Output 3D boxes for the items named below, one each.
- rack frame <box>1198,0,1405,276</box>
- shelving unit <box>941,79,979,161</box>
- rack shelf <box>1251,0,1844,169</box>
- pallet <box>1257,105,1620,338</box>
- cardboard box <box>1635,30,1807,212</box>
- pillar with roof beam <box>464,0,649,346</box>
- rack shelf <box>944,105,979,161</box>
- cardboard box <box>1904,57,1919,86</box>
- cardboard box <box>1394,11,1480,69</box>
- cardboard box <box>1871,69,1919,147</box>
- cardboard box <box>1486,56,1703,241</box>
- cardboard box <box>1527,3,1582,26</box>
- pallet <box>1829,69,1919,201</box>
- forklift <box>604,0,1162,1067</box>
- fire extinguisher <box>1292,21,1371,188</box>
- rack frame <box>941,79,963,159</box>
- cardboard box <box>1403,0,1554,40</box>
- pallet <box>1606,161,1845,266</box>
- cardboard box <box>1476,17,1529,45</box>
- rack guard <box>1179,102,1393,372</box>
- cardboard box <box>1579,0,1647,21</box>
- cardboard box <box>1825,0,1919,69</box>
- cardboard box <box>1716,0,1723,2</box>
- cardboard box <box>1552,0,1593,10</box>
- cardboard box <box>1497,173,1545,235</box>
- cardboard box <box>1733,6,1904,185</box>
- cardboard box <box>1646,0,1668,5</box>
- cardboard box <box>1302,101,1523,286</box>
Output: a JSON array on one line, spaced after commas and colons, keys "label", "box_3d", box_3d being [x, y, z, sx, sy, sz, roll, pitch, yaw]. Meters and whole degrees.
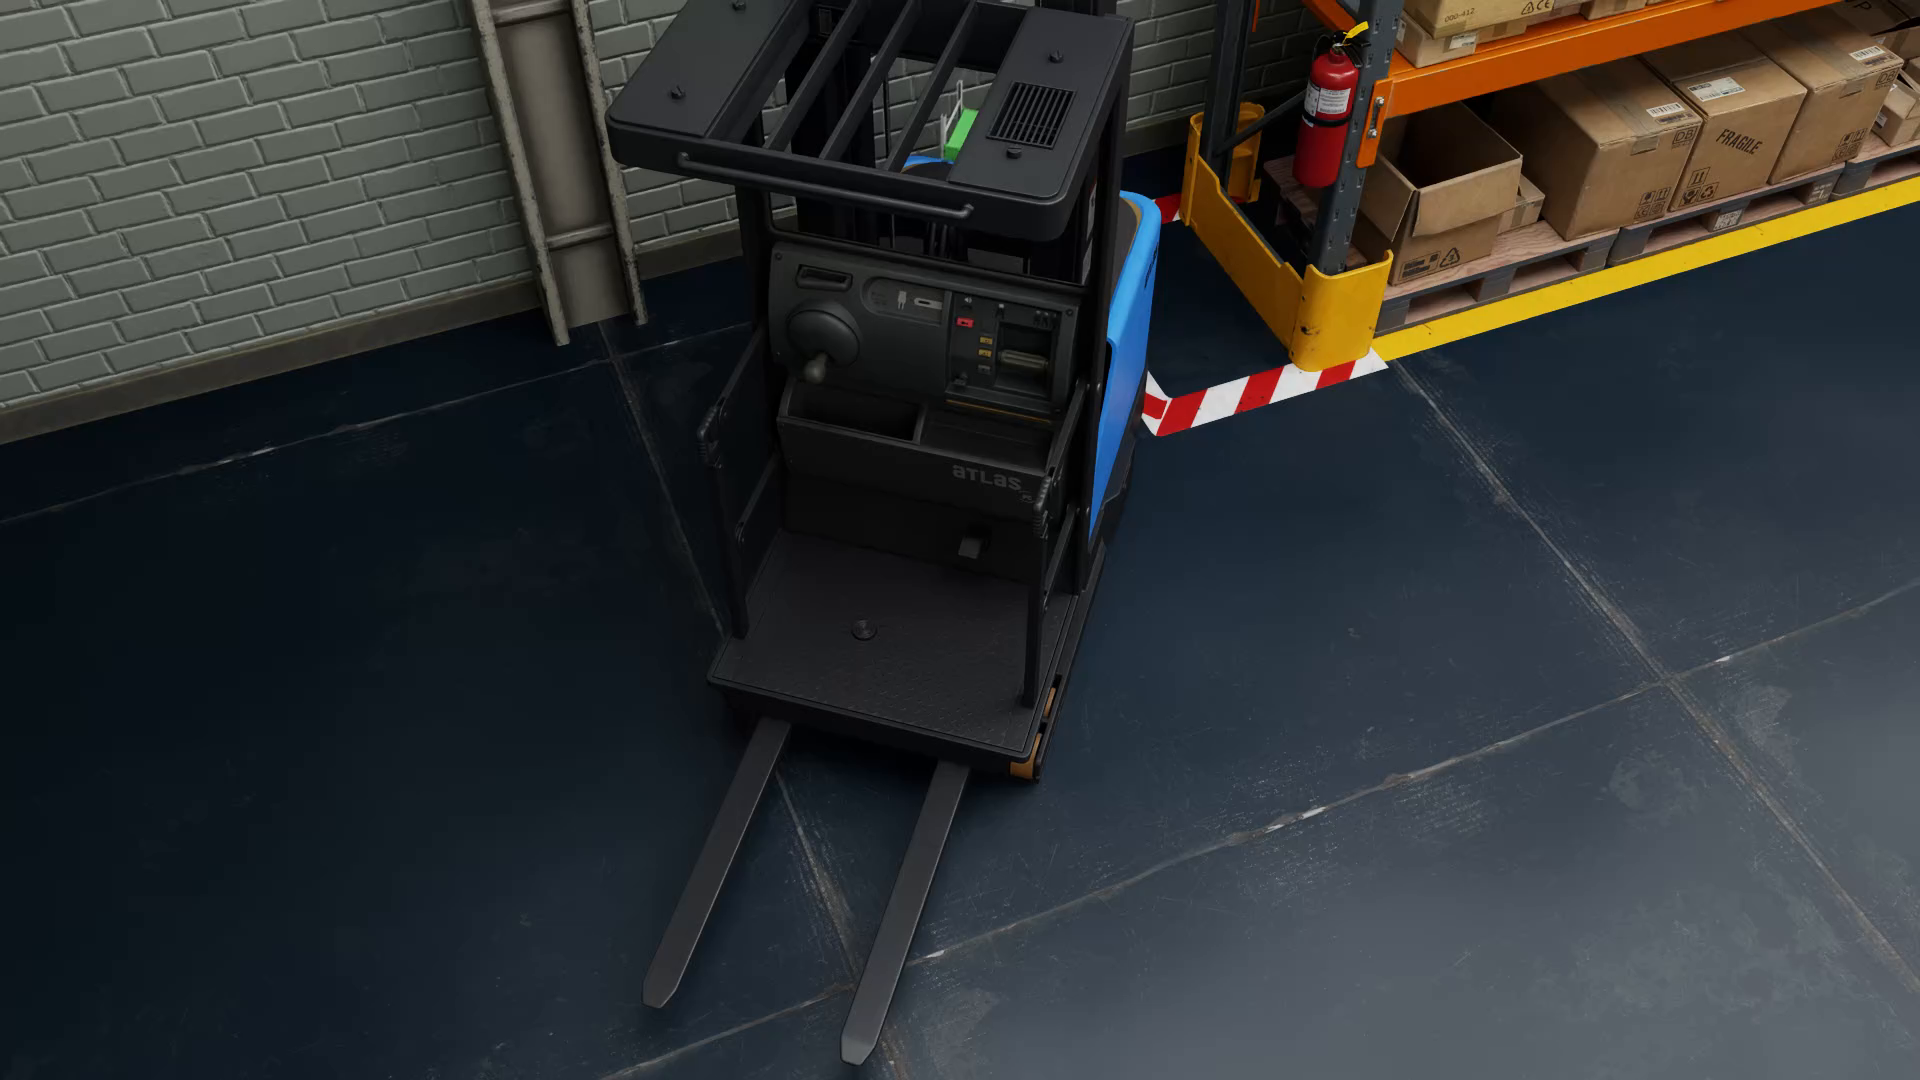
[{"label": "rack frame", "box_3d": [1.278, -2.091, 6.068, 0.127, 3.000, 1.000, -17, 52, -14]}, {"label": "shelving unit", "box_3d": [0.206, -1.167, 6.462, 0.503, 1.200, 0.258, 12, 50, 10]}, {"label": "rack shelf", "box_3d": [3.129, -2.430, 6.834, 4.000, 0.370, 1.077, -17, 52, -14]}, {"label": "pallet", "box_3d": [2.086, -1.433, 7.342, 1.213, 0.211, 1.003, -17, 52, -14]}, {"label": "cardboard box", "box_3d": [3.213, -1.821, 7.208, 0.500, 0.500, 0.500, -16, 51, -14]}, {"label": "pillar with roof beam", "box_3d": [0.069, -0.881, 1.075, 0.400, 9.000, 9.100, -17, 52, -14]}, {"label": "rack shelf", "box_3d": [0.206, -1.439, 6.146, 0.480, 0.148, 0.258, 12, 50, 10]}, {"label": "cardboard box", "box_3d": [4.576, -2.080, 7.662, 0.250, 0.149, 0.380, -19, 52, -15]}, {"label": "cardboard box", "box_3d": [1.686, -1.911, 6.079, 0.250, 0.149, 0.380, -18, 52, -15]}, {"label": "cardboard box", "box_3d": [4.246, -2.016, 7.529, 0.258, 0.266, 0.396, -16, 51, -13]}, {"label": "cardboard box", "box_3d": [2.686, -1.740, 7.138, 0.500, 0.500, 0.700, -15, 51, -13]}, {"label": "cardboard box", "box_3d": [2.134, -2.116, 6.255, 0.250, 0.149, 0.380, -18, 52, -15]}, {"label": "pallet", "box_3d": [4.345, -2.133, 7.943, 1.213, 0.211, 1.003, -17, 52, -14]}, {"label": "forklift", "box_3d": [-0.176, -0.500, 4.748, 1.130, 2.935, 3.031, 13, 51, 11]}, {"label": "fire extinguisher", "box_3d": [1.316, -1.577, 5.924, 0.183, 0.674, 0.296, -17, 52, -14]}, {"label": "rack frame", "box_3d": [-0.028, -1.218, 6.505, 0.015, 1.200, 0.240, 12, 50, 10]}, {"label": "cardboard box", "box_3d": [1.800, -2.080, 5.962, 0.500, 0.250, 0.500, -17, 51, -14]}, {"label": "pallet", "box_3d": [3.214, -1.780, 7.640, 1.213, 0.211, 1.003, -17, 52, -14]}, {"label": "cardboard box", "box_3d": [1.904, -2.016, 6.170, 0.250, 0.149, 0.380, -16, 51, -13]}, {"label": "rack guard", "box_3d": [1.348, -1.298, 7.035, 0.348, 0.500, 1.175, -17, 52, -14]}, {"label": "cardboard box", "box_3d": [2.391, -2.145, 6.281, 0.250, 0.149, 0.380, -16, 51, -13]}, {"label": "cardboard box", "box_3d": [4.280, -2.475, 7.894, 0.500, 0.311, 0.500, -16, 51, -13]}, {"label": "cardboard box", "box_3d": [2.897, -2.245, 6.367, 0.250, 0.149, 0.380, -19, 52, -15]}, {"label": "cardboard box", "box_3d": [2.266, -2.225, 6.086, 0.500, 0.250, 0.500, -17, 51, -14]}, {"label": "cardboard box", "box_3d": [2.288, -1.502, 7.165, 0.250, 0.149, 0.380, -19, 52, -16]}, {"label": "cardboard box", "box_3d": [3.647, -2.038, 7.394, 0.500, 0.500, 0.700, -19, 52, -16]}, {"label": "cardboard box", "box_3d": [2.635, -2.225, 6.350, 0.250, 0.149, 0.380, -16, 51, -14]}, {"label": "cardboard box", "box_3d": [1.880, -1.523, 6.950, 0.637, 0.503, 0.797, -19, 52, -16]}]
